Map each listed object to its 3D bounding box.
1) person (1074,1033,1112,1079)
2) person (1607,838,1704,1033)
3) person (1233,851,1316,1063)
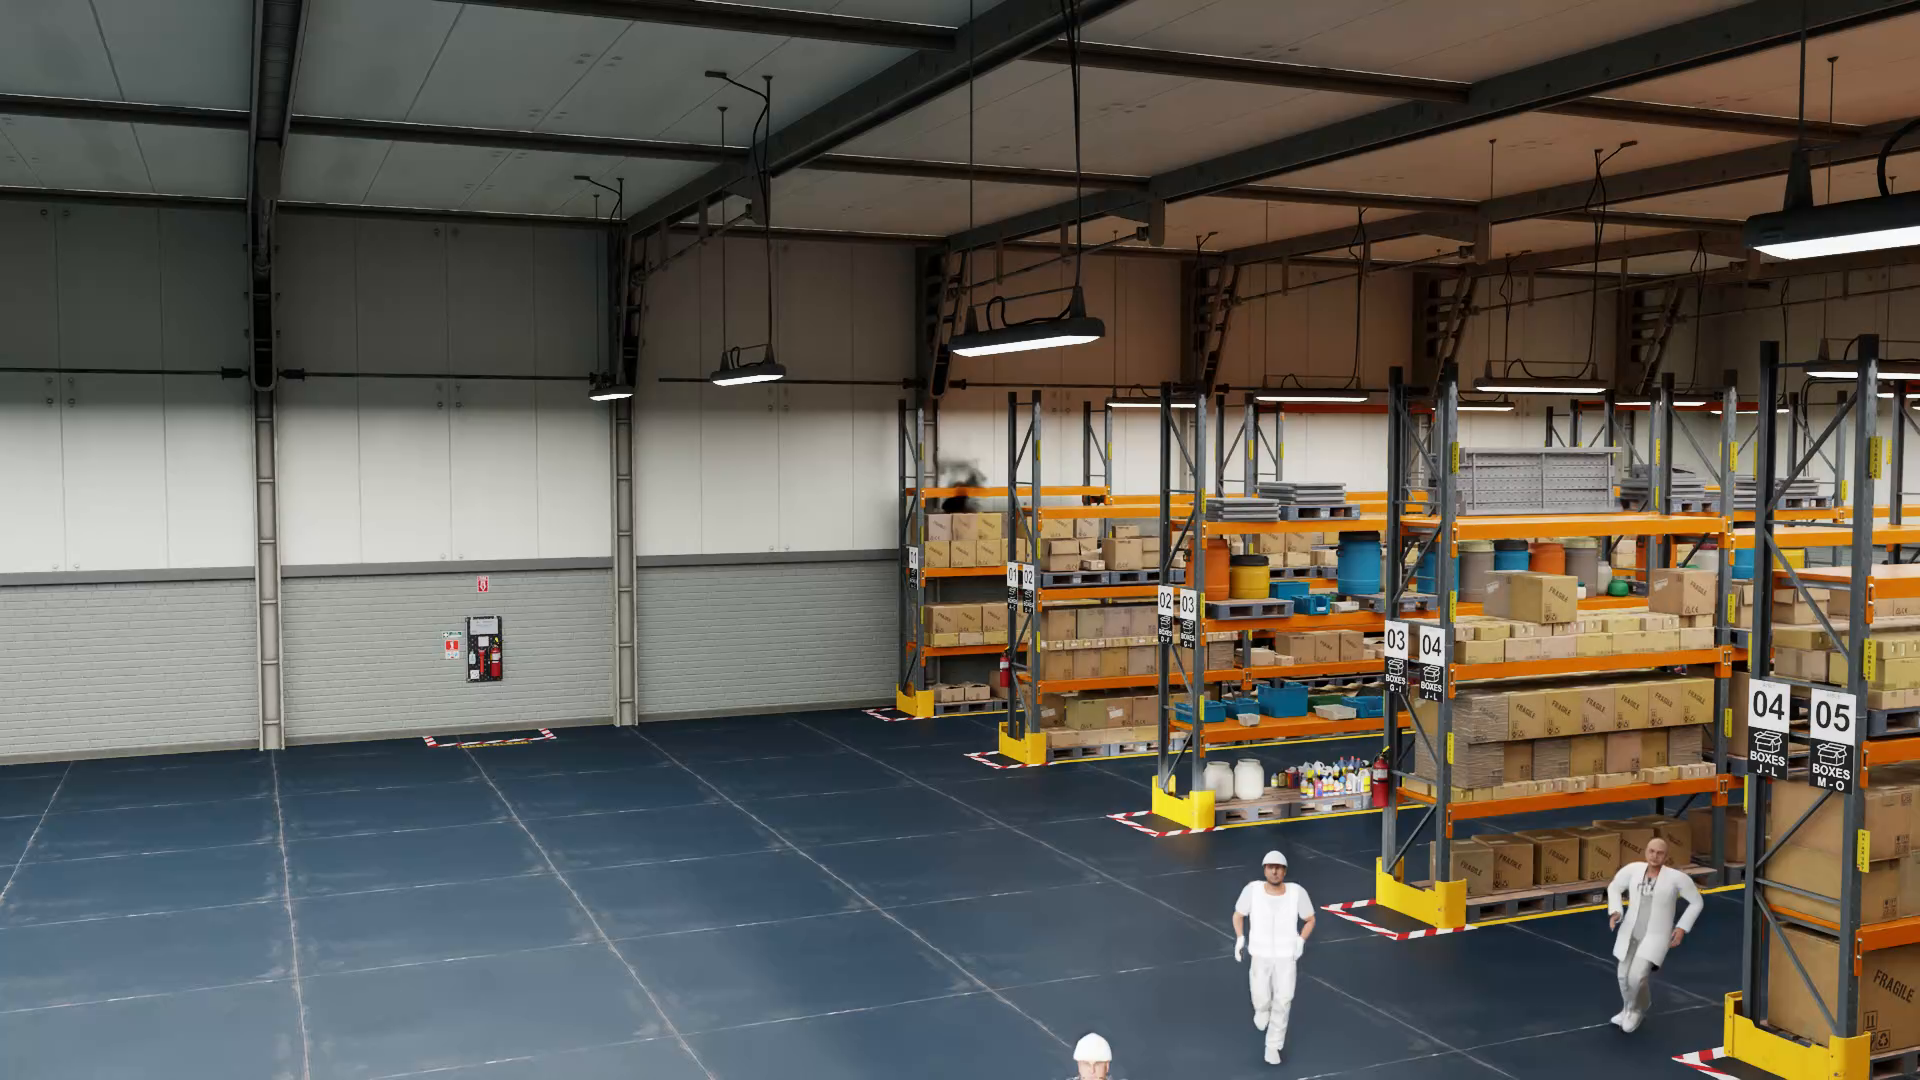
[{"bbox_3d":[0.769,3.675,9.571,0.661,1.696,0.802,0,3,6],"label":"person"},{"bbox_3d":[5.986,3.483,14.462,0.652,1.650,0.766,-3,5,-43],"label":"person"},{"bbox_3d":[2.654,3.481,14.044,0.690,1.739,0.599,1,3,11],"label":"person"}]
